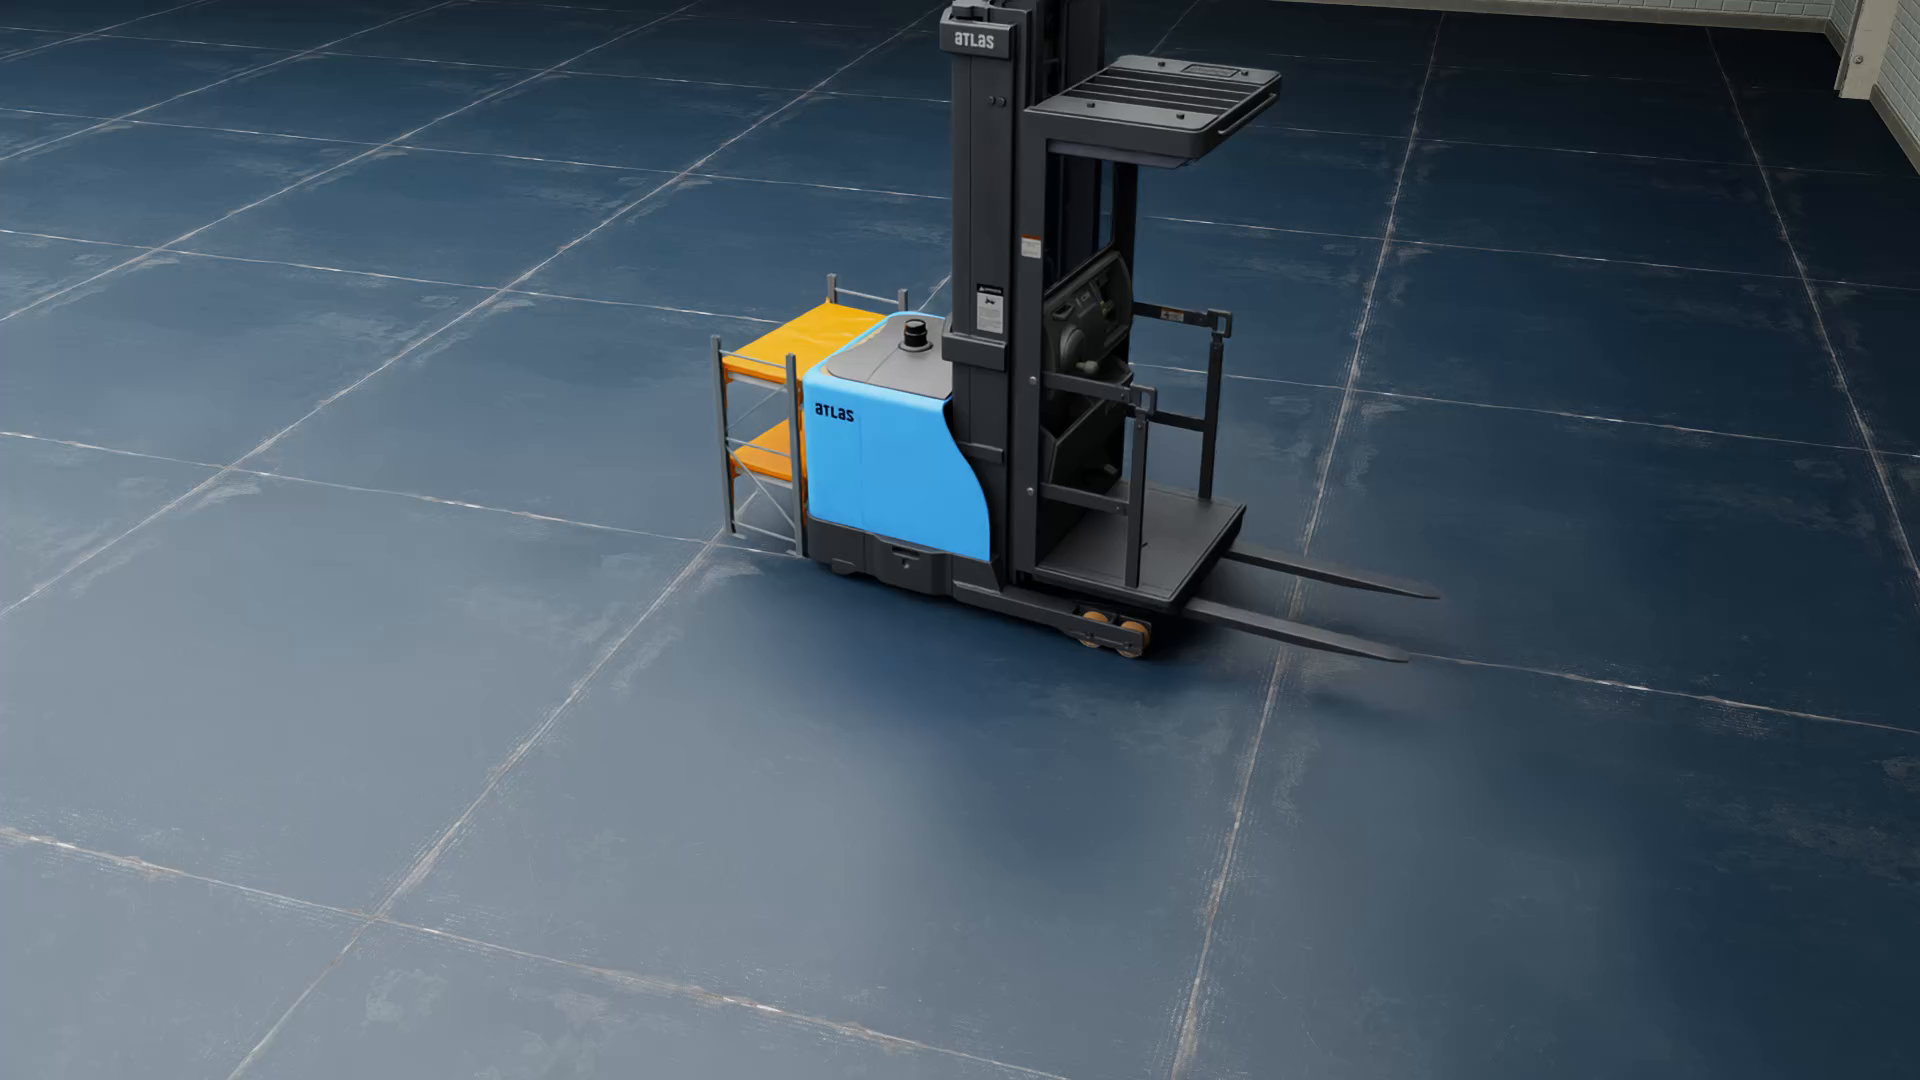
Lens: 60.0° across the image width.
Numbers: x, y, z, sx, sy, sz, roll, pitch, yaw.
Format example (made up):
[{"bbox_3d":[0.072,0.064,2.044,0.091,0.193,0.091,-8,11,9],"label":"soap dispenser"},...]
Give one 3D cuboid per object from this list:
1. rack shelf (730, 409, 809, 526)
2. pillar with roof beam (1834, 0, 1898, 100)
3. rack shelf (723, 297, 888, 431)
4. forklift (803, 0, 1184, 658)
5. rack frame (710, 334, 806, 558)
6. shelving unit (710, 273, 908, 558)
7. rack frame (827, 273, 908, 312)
[{"bbox_3d":[-0.758,-0.464,8.931,0.538,0.278,1.000,16,33,26],"label":"rack shelf"},{"bbox_3d":[4.963,-9.081,15.818,9.100,9.000,0.400,8,30,15],"label":"pillar with roof beam"},{"bbox_3d":[-0.758,-0.934,8.669,0.538,0.278,1.000,16,33,26],"label":"rack shelf"},{"bbox_3d":[0.776,-1.027,7.581,3.031,2.935,1.130,14,32,23],"label":"forklift"},{"bbox_3d":[-1.018,-0.465,8.430,0.500,1.125,0.032,16,33,26],"label":"rack frame"},{"bbox_3d":[-0.758,-0.678,8.812,0.538,1.125,1.048,16,33,26],"label":"shelving unit"},{"bbox_3d":[-0.499,-0.890,9.194,0.500,1.125,0.032,16,33,26],"label":"rack frame"}]
